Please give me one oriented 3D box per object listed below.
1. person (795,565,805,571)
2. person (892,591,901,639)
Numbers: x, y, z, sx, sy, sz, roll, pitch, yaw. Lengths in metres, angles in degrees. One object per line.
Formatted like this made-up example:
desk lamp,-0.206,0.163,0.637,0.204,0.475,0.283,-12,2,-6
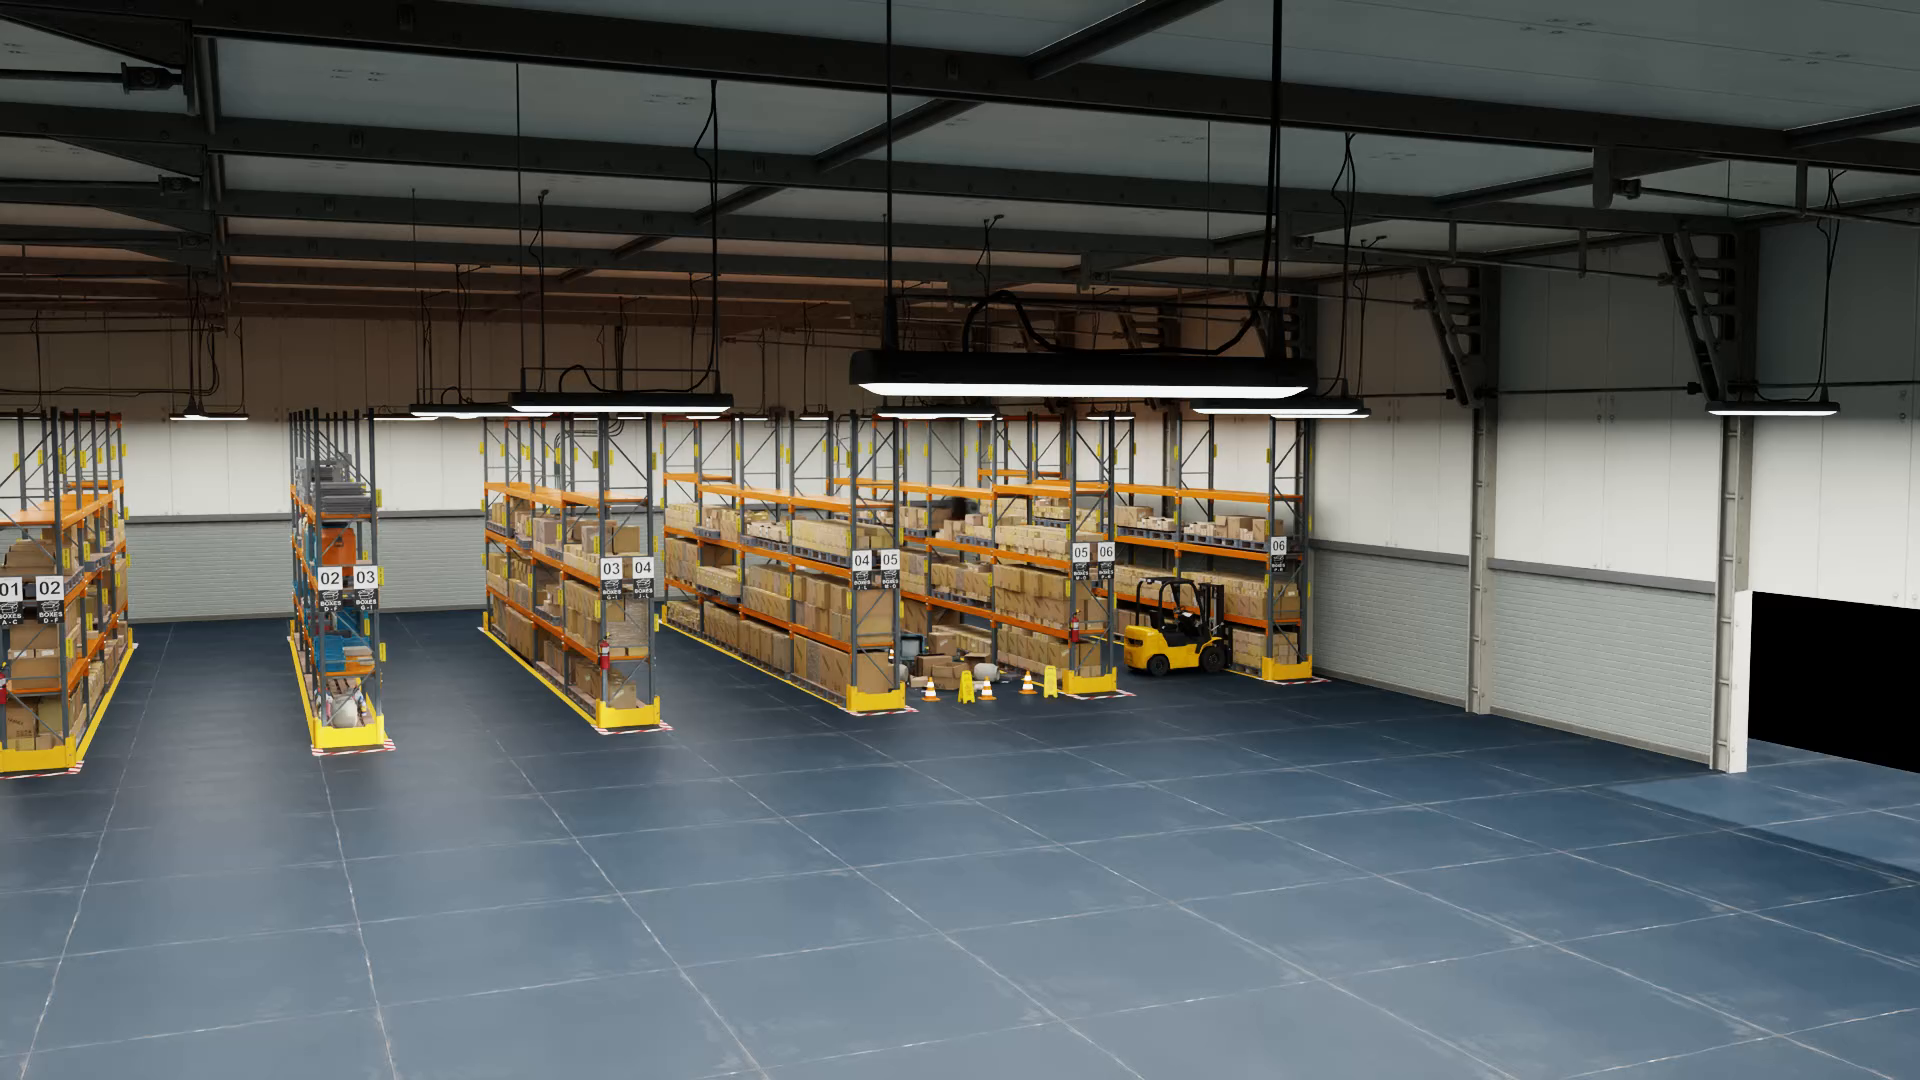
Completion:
person,-4.197,1.472,43.338,0.355,1.711,0.630,-4,5,-41
person,-1.646,1.813,41.723,0.474,1.370,0.339,3,5,37
